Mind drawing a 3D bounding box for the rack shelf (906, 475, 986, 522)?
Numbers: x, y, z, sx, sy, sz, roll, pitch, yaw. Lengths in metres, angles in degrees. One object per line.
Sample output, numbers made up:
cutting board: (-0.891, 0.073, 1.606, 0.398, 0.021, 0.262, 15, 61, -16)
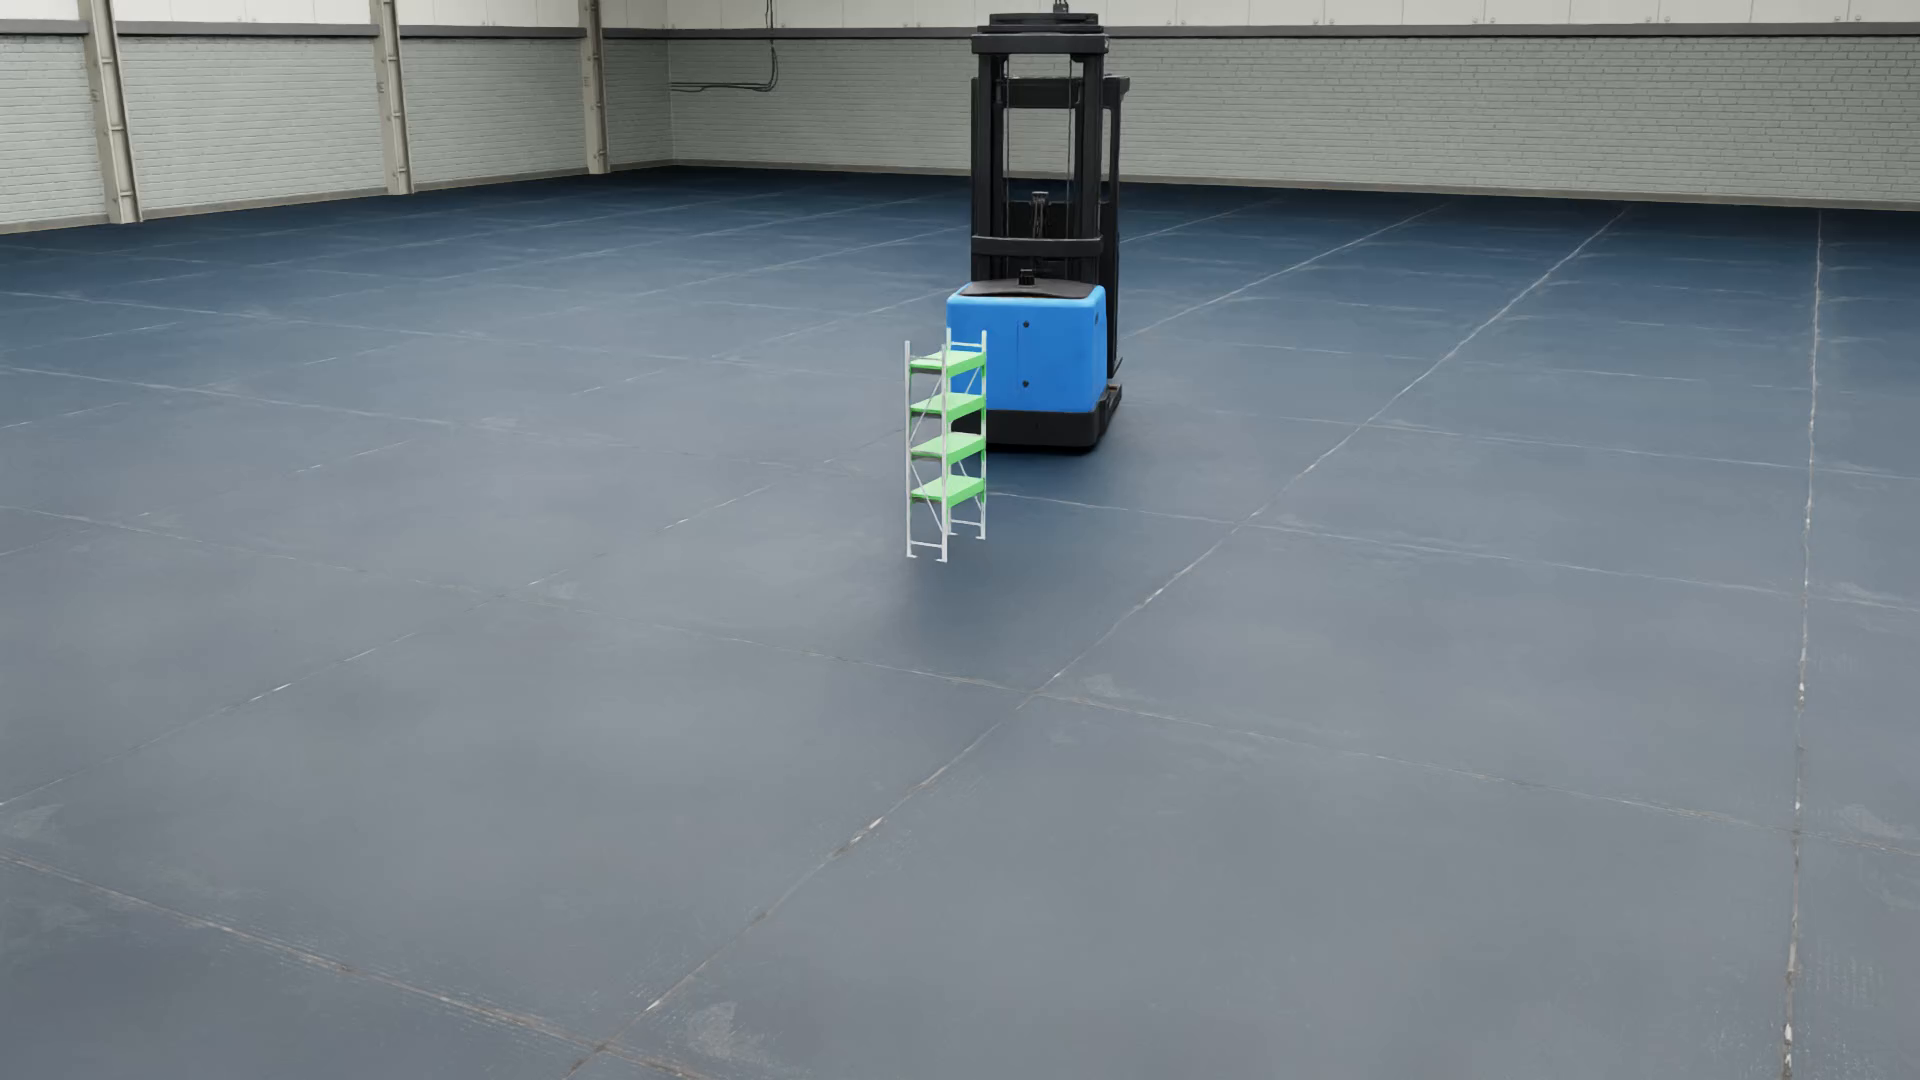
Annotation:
rack shelf: (-0.074, -0.242, 9.298, 0.258, 0.148, 0.480, 8, 18, 25)

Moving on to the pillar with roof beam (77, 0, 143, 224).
pillar with roof beam: (-9.531, -8.863, 23.559, 9.100, 9.000, 0.400, 8, 18, 25)

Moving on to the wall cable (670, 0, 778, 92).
wall cable: (-5.521, -11.561, 38.096, 3.097, 2.526, 0.112, 8, 18, 25)

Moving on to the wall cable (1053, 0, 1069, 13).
wall cable: (2.965, -13.468, 33.089, 2.305, 6.003, 0.169, 8, 18, 25)

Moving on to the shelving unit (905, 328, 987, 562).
shelving unit: (-0.074, -0.533, 9.212, 0.258, 1.200, 0.503, 8, 18, 25)

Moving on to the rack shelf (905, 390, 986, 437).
rack shelf: (-0.074, -0.702, 9.161, 0.258, 0.148, 0.480, 8, 18, 25)

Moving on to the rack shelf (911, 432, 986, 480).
rack shelf: (-0.074, -0.472, 9.230, 0.258, 0.148, 0.480, 8, 18, 25)

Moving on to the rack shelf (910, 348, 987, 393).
rack shelf: (-0.074, -0.932, 9.093, 0.258, 0.148, 0.480, 8, 18, 25)

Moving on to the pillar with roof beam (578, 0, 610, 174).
pillar with roof beam: (-4.169, -11.919, 33.850, 9.100, 9.000, 0.400, 8, 18, 25)

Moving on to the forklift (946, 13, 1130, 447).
forklift: (0.669, -2.421, 12.528, 1.130, 2.935, 3.031, 3, 17, 10)

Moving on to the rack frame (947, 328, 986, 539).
rack frame: (0.035, -0.595, 9.421, 0.240, 1.200, 0.015, 8, 18, 25)

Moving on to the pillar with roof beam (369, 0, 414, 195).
pillar with roof beam: (-6.850, -10.391, 28.704, 9.100, 9.000, 0.400, 8, 18, 25)

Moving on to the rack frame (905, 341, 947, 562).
rack frame: (-0.183, -0.471, 9.002, 0.240, 1.200, 0.015, 8, 18, 25)
